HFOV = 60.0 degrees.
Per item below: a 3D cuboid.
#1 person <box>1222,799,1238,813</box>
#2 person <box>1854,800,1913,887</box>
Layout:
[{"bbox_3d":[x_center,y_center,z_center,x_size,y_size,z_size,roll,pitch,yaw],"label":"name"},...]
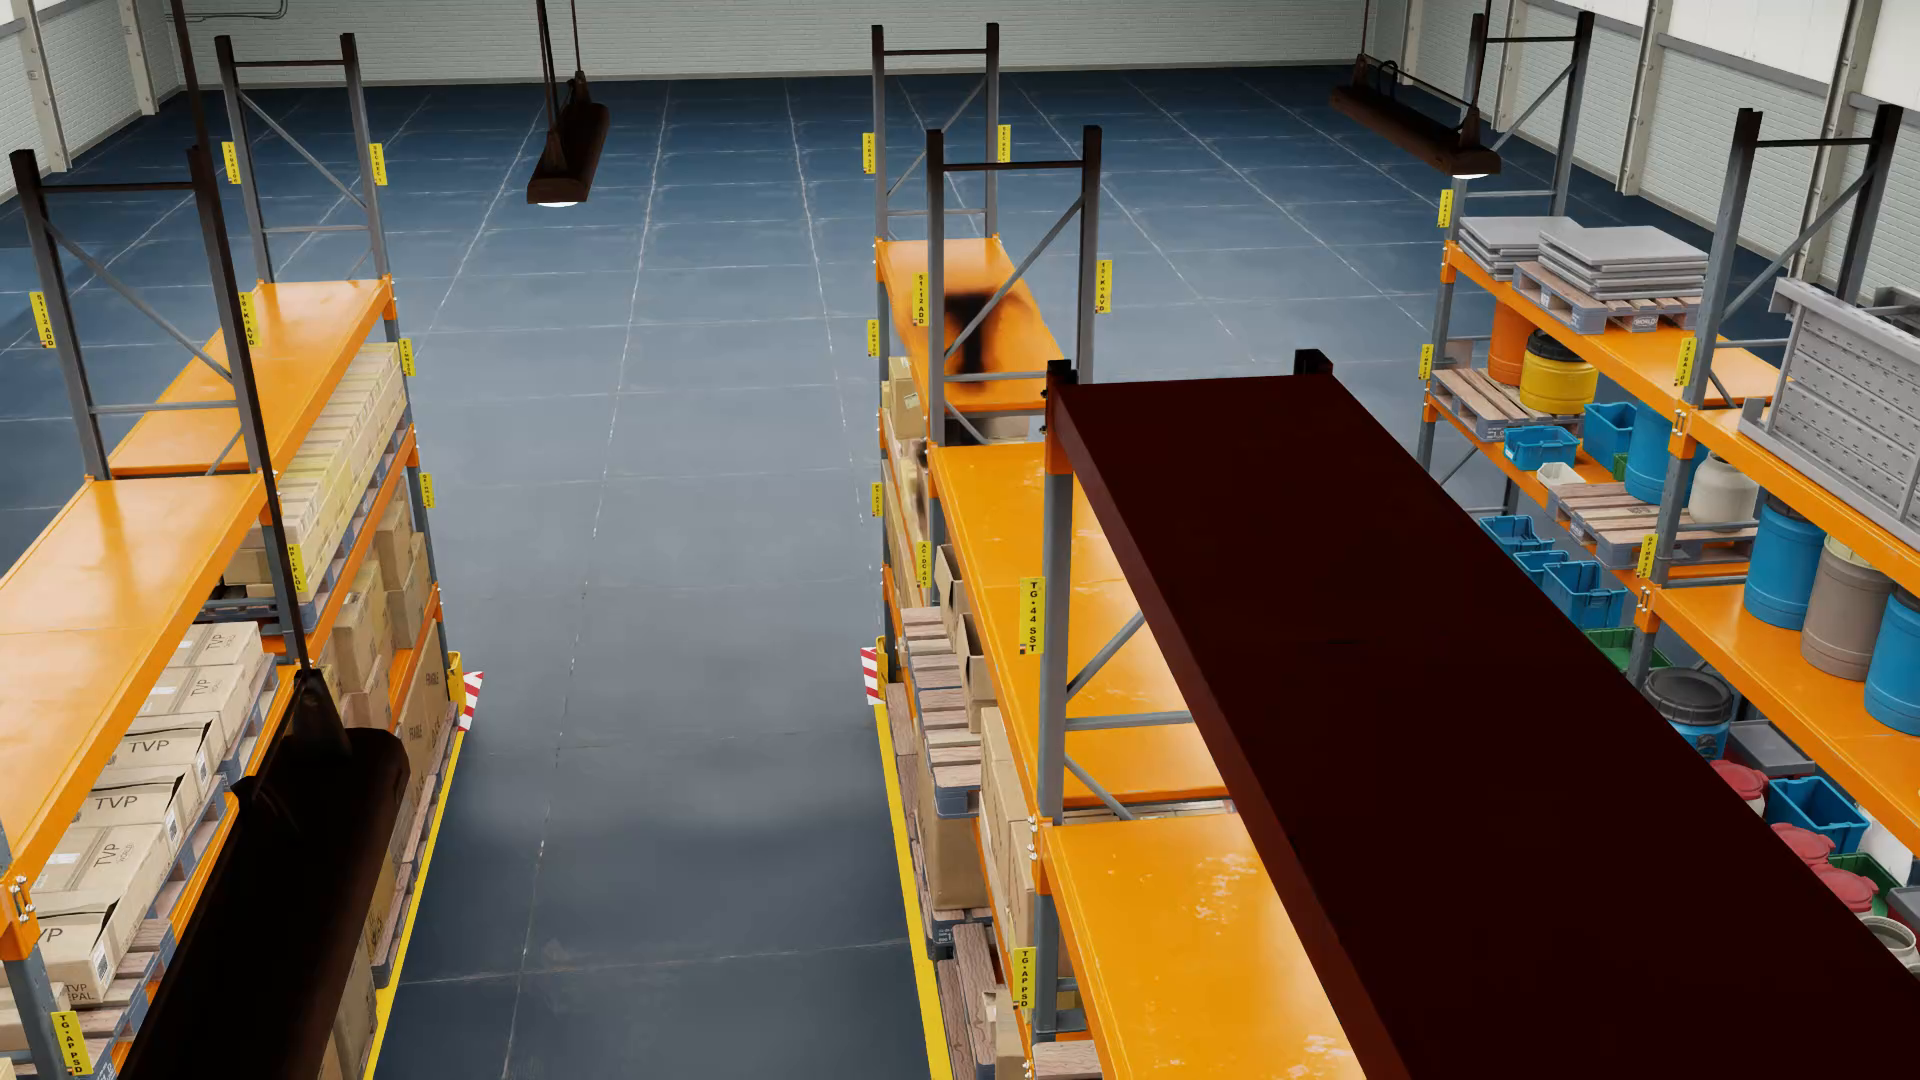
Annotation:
[{"bbox_3d":[2.147,2.164,12.075,0.637,1.619,0.889,-11,27,-21],"label":"person"},{"bbox_3d":[6.522,2.294,11.694,0.705,1.736,0.885,1,26,3],"label":"person"}]
